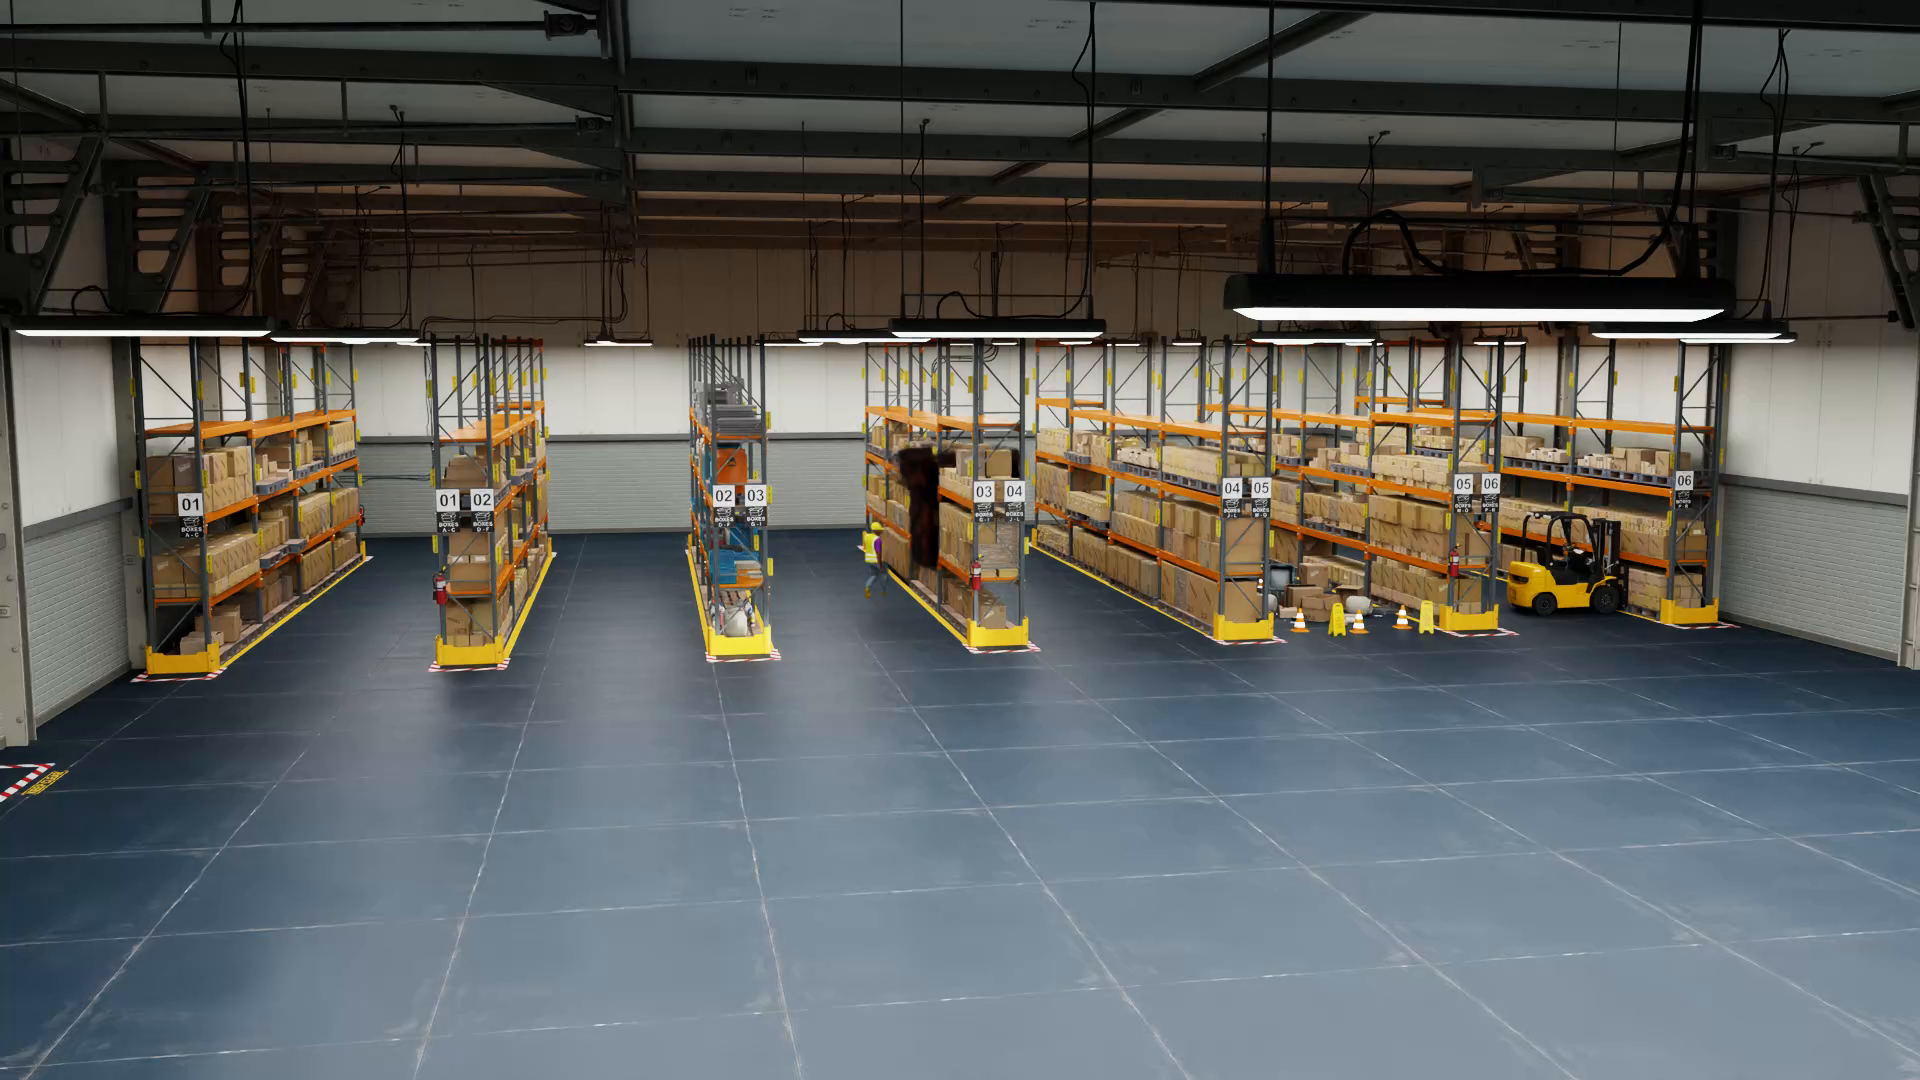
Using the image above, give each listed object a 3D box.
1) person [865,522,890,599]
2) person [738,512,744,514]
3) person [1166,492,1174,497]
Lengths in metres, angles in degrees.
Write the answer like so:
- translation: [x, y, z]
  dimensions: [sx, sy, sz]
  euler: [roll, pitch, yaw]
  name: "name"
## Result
- translation: [-1.783, 0.436, 36.629]
  dimensions: [0.546, 1.695, 0.807]
  euler: [6, 9, 41]
  name: "person"
- translation: [-6.380, -0.591, 48.065]
  dimensions: [1.065, 1.610, 0.545]
  euler: [1, 7, 12]
  name: "person"
- translation: [6.108, -0.638, 48.294]
  dimensions: [0.376, 1.686, 0.512]
  euler: [-1, 7, -8]
  name: "person"
